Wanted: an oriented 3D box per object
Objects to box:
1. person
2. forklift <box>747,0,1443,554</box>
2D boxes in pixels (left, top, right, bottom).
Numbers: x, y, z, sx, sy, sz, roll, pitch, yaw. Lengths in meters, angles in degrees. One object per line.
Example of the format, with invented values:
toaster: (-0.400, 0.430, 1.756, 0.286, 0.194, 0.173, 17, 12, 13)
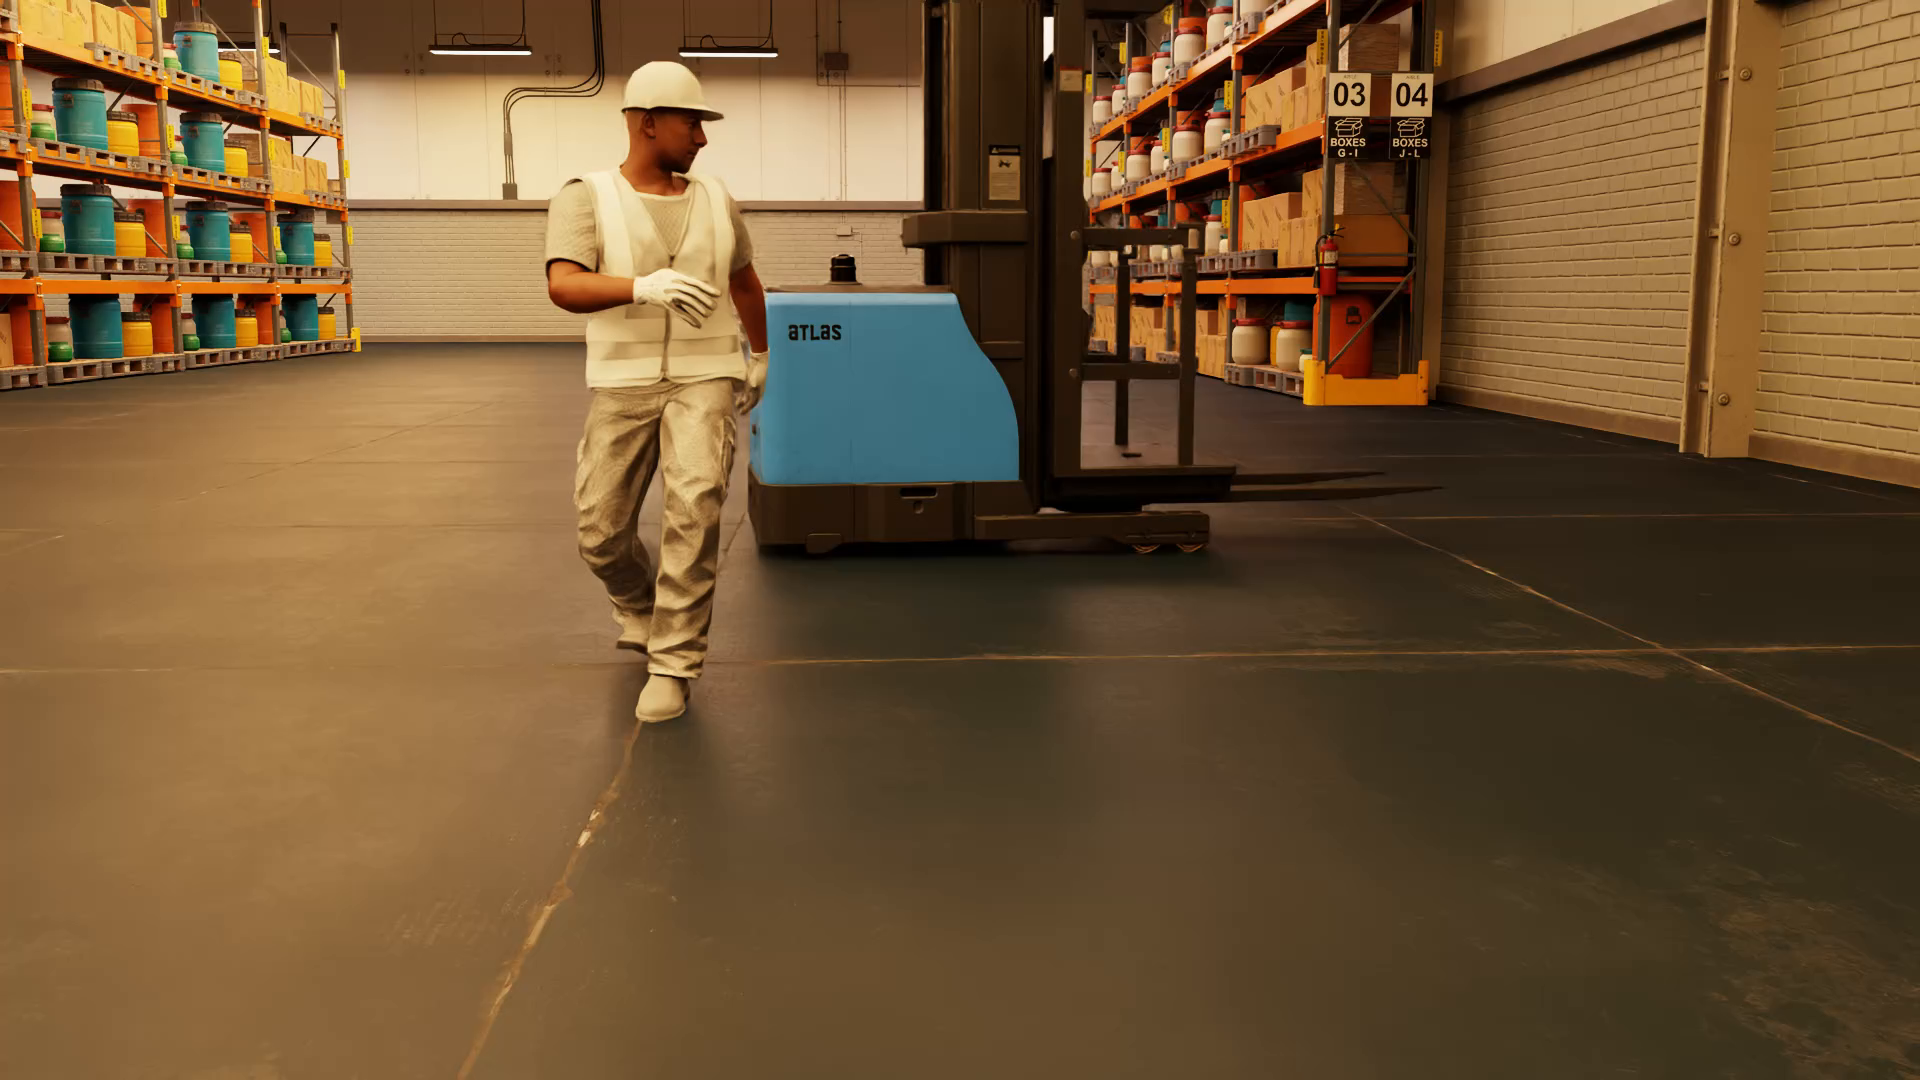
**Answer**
person: (-0.801, -0.430, 4.529, 0.598, 1.693, 0.900, -1, 9, -9)
forklift: (0.597, -1.473, 7.253, 3.031, 2.935, 1.130, -2, 9, -10)
